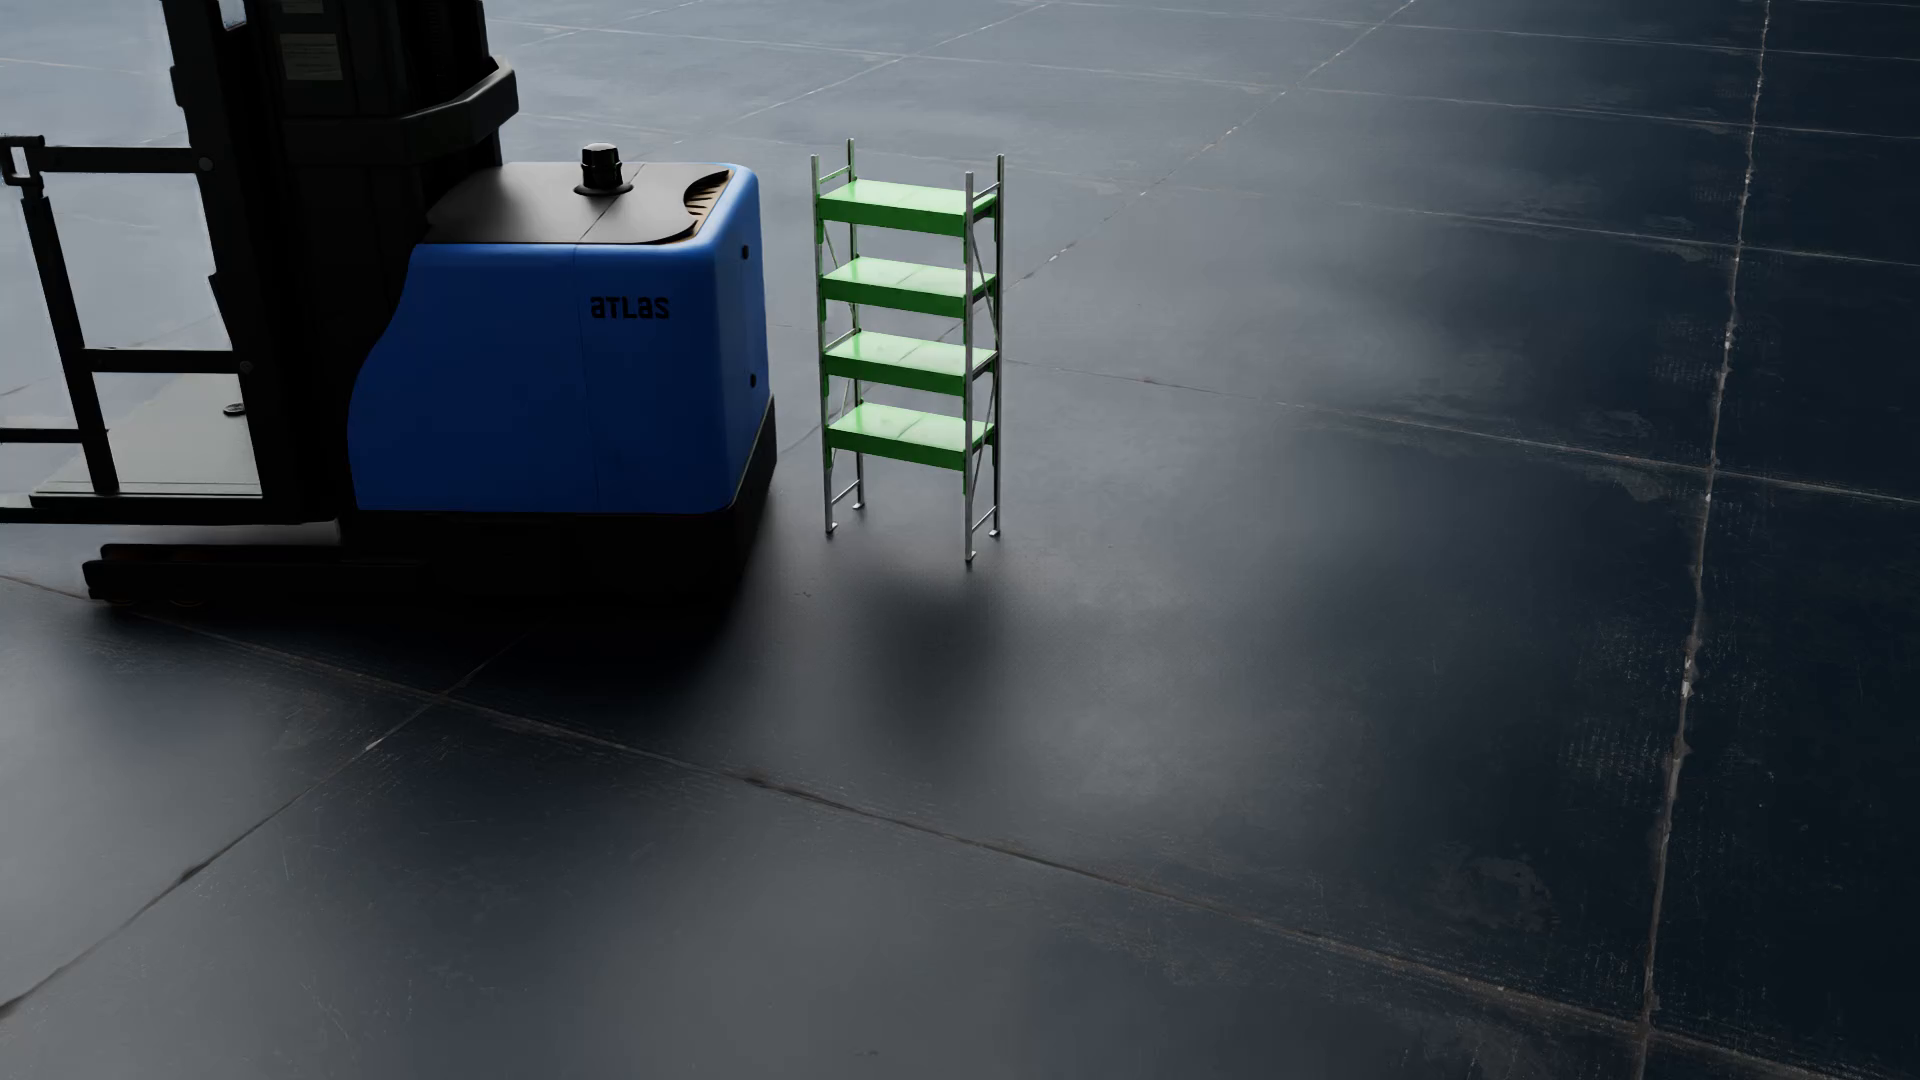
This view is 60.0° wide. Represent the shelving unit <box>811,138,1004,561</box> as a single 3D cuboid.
[{"bbox_3d":[-0.151,-0.569,5.046,0.503,1.200,0.258,11,28,22],"label":"shelving unit"}]

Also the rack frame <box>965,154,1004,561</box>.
[{"bbox_3d":[0.071,-0.524,4.956,0.015,1.200,0.240,11,28,22],"label":"rack frame"}]

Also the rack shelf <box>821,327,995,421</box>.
[{"bbox_3d":[-0.151,-0.511,5.075,0.480,0.148,0.258,11,28,22],"label":"rack shelf"}]

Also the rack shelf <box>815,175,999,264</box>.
[{"bbox_3d":[-0.151,-0.942,4.863,0.480,0.148,0.258,11,28,22],"label":"rack shelf"}]

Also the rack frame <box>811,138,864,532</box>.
[{"bbox_3d":[-0.373,-0.613,5.137,0.015,1.200,0.240,11,28,22],"label":"rack frame"}]

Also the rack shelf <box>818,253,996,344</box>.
[{"bbox_3d":[-0.151,-0.727,4.969,0.480,0.148,0.258,11,28,22],"label":"rack shelf"}]

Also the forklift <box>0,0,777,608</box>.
[{"bbox_3d":[-2.146,-1.351,4.675,3.031,2.935,1.130,1,26,1],"label":"forklift"}]

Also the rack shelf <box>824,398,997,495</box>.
[{"bbox_3d":[-0.151,-0.296,5.181,0.480,0.148,0.258,11,28,22],"label":"rack shelf"}]
